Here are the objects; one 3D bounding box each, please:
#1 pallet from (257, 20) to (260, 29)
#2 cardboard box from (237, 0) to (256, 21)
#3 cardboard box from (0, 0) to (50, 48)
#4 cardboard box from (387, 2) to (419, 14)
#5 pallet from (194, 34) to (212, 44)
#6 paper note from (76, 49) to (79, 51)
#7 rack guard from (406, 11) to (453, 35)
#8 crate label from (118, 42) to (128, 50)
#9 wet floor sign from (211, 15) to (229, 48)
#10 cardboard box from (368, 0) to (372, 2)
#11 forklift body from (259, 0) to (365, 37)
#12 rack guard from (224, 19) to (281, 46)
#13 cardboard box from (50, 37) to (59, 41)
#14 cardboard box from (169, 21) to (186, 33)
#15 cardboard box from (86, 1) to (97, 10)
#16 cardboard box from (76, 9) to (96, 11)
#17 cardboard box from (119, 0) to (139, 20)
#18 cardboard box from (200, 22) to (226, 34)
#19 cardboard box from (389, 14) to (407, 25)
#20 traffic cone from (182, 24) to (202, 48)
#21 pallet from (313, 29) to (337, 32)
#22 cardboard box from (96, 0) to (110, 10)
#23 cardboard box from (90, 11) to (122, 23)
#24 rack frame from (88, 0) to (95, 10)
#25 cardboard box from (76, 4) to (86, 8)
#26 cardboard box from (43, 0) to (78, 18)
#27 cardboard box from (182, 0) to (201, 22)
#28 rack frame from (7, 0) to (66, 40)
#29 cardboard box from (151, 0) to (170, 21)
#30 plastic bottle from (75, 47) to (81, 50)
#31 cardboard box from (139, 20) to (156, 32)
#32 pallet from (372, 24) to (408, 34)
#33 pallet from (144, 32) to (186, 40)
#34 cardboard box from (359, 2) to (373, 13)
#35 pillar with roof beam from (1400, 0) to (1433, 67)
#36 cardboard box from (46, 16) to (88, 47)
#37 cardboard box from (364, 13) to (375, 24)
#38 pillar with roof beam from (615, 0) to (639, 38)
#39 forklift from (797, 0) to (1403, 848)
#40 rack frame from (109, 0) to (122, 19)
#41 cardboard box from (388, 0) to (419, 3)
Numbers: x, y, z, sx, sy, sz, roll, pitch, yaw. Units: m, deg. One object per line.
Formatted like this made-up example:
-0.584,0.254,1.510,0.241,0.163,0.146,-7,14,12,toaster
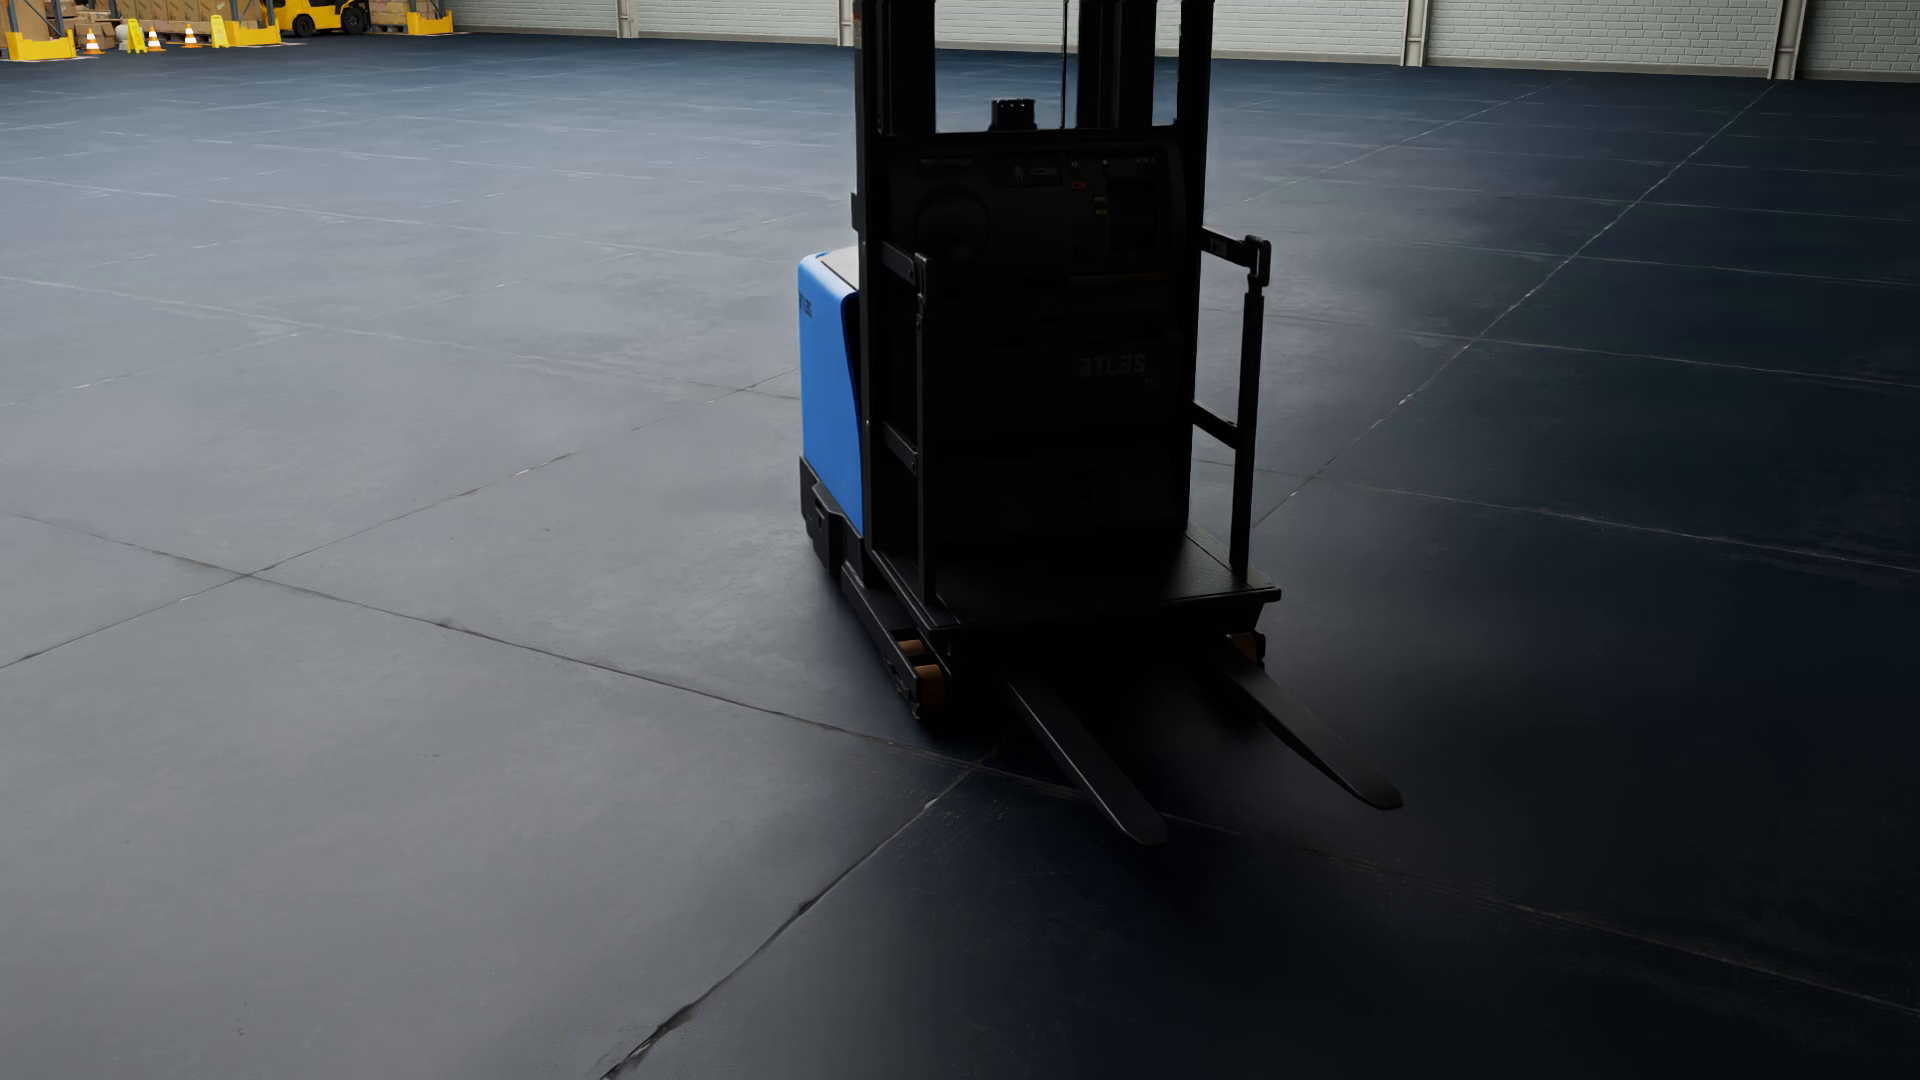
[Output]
-17.883,-13.188,42.411,1.213,0.211,1.003,11,23,27,pallet
-15.668,-11.519,36.039,0.500,0.500,0.500,10,22,26,cardboard box
-18.027,-9.843,31.601,0.875,0.875,0.875,11,23,28,cardboard box
-13.237,-12.648,39.516,0.500,0.250,0.500,10,22,27,cardboard box
-15.835,-10.889,36.074,1.213,0.211,1.003,11,23,27,pallet
-17.908,-9.914,33.653,0.144,0.017,0.142,-16,26,-38,paper note
-12.639,-12.341,39.653,0.348,0.500,1.175,11,23,27,rack guard
-17.043,-10.109,34.031,0.298,0.136,0.250,0,20,-1,crate label
-15.433,-10.585,34.598,0.267,0.644,0.232,-16,26,-38,wet floor sign
-14.108,-13.043,39.872,0.500,0.250,0.500,11,23,28,cardboard box
-15.205,-12.893,38.754,1.214,2.155,2.313,11,23,27,forklift body
-15.143,-10.879,35.623,0.348,0.500,1.175,11,23,27,rack guard
-18.496,-10.194,34.077,0.258,0.266,0.396,16,25,36,cardboard box
-16.822,-11.175,36.189,0.500,0.250,0.500,10,22,25,cardboard box
-23.597,-14.629,45.623,0.500,0.311,0.500,12,23,29,cardboard box
-20.265,-11.989,38.255,0.625,0.372,0.950,12,23,29,cardboard box
-18.186,-11.786,36.773,0.500,0.500,0.500,12,23,30,cardboard box
-15.935,-11.005,35.720,0.500,0.250,0.500,11,23,27,cardboard box
-13.224,-12.409,39.591,0.500,0.250,0.500,11,23,28,cardboard box
-16.082,-10.536,34.733,0.334,0.463,0.336,11,23,27,traffic cone
-15.478,-12.730,41.148,1.213,0.211,1.003,11,23,27,pallet
-22.823,-14.390,44.687,0.500,0.500,0.500,12,23,30,cardboard box
-19.028,-11.755,37.611,0.625,0.372,0.950,11,23,28,cardboard box
-23.136,-15.515,44.739,0.127,3.000,1.000,11,23,27,rack frame
-24.077,-14.492,45.312,0.258,0.266,0.396,12,23,29,cardboard box
-19.411,-11.353,35.819,0.500,0.500,0.500,11,23,27,cardboard box
-16.361,-11.440,35.821,0.500,0.500,0.500,12,23,29,cardboard box
-17.403,-10.551,31.053,0.127,3.000,1.000,11,23,27,rack frame
-17.261,-11.613,36.298,0.500,0.500,0.500,12,23,30,cardboard box
-18.096,-10.029,33.923,0.283,0.061,0.133,3,20,9,plastic bottle
-17.714,-11.348,36.666,0.500,0.250,0.500,12,23,30,cardboard box
-13.348,-12.324,40.029,1.213,0.211,1.003,11,23,27,pallet
-17.966,-11.295,37.193,1.213,0.211,1.003,11,23,27,pallet
-14.131,-12.814,39.974,0.500,0.250,0.500,10,22,26,cardboard box
6.025,-11.451,24.737,0.400,9.000,9.100,11,23,27,pillar with roof beam
-18.666,-10.623,34.714,0.503,0.637,0.797,11,23,27,cardboard box
-14.086,-12.580,40.063,0.500,0.250,0.500,11,23,28,cardboard box
-9.689,-14.445,32.990,0.400,9.000,9.100,11,23,27,pillar with roof beam
0.300,-0.997,4.816,1.130,2.935,3.031,-6,21,-16,forklift
-18.569,-12.707,36.996,0.127,3.000,1.000,11,23,27,rack frame
-13.214,-12.878,39.419,0.500,0.250,0.500,12,23,29,cardboard box
